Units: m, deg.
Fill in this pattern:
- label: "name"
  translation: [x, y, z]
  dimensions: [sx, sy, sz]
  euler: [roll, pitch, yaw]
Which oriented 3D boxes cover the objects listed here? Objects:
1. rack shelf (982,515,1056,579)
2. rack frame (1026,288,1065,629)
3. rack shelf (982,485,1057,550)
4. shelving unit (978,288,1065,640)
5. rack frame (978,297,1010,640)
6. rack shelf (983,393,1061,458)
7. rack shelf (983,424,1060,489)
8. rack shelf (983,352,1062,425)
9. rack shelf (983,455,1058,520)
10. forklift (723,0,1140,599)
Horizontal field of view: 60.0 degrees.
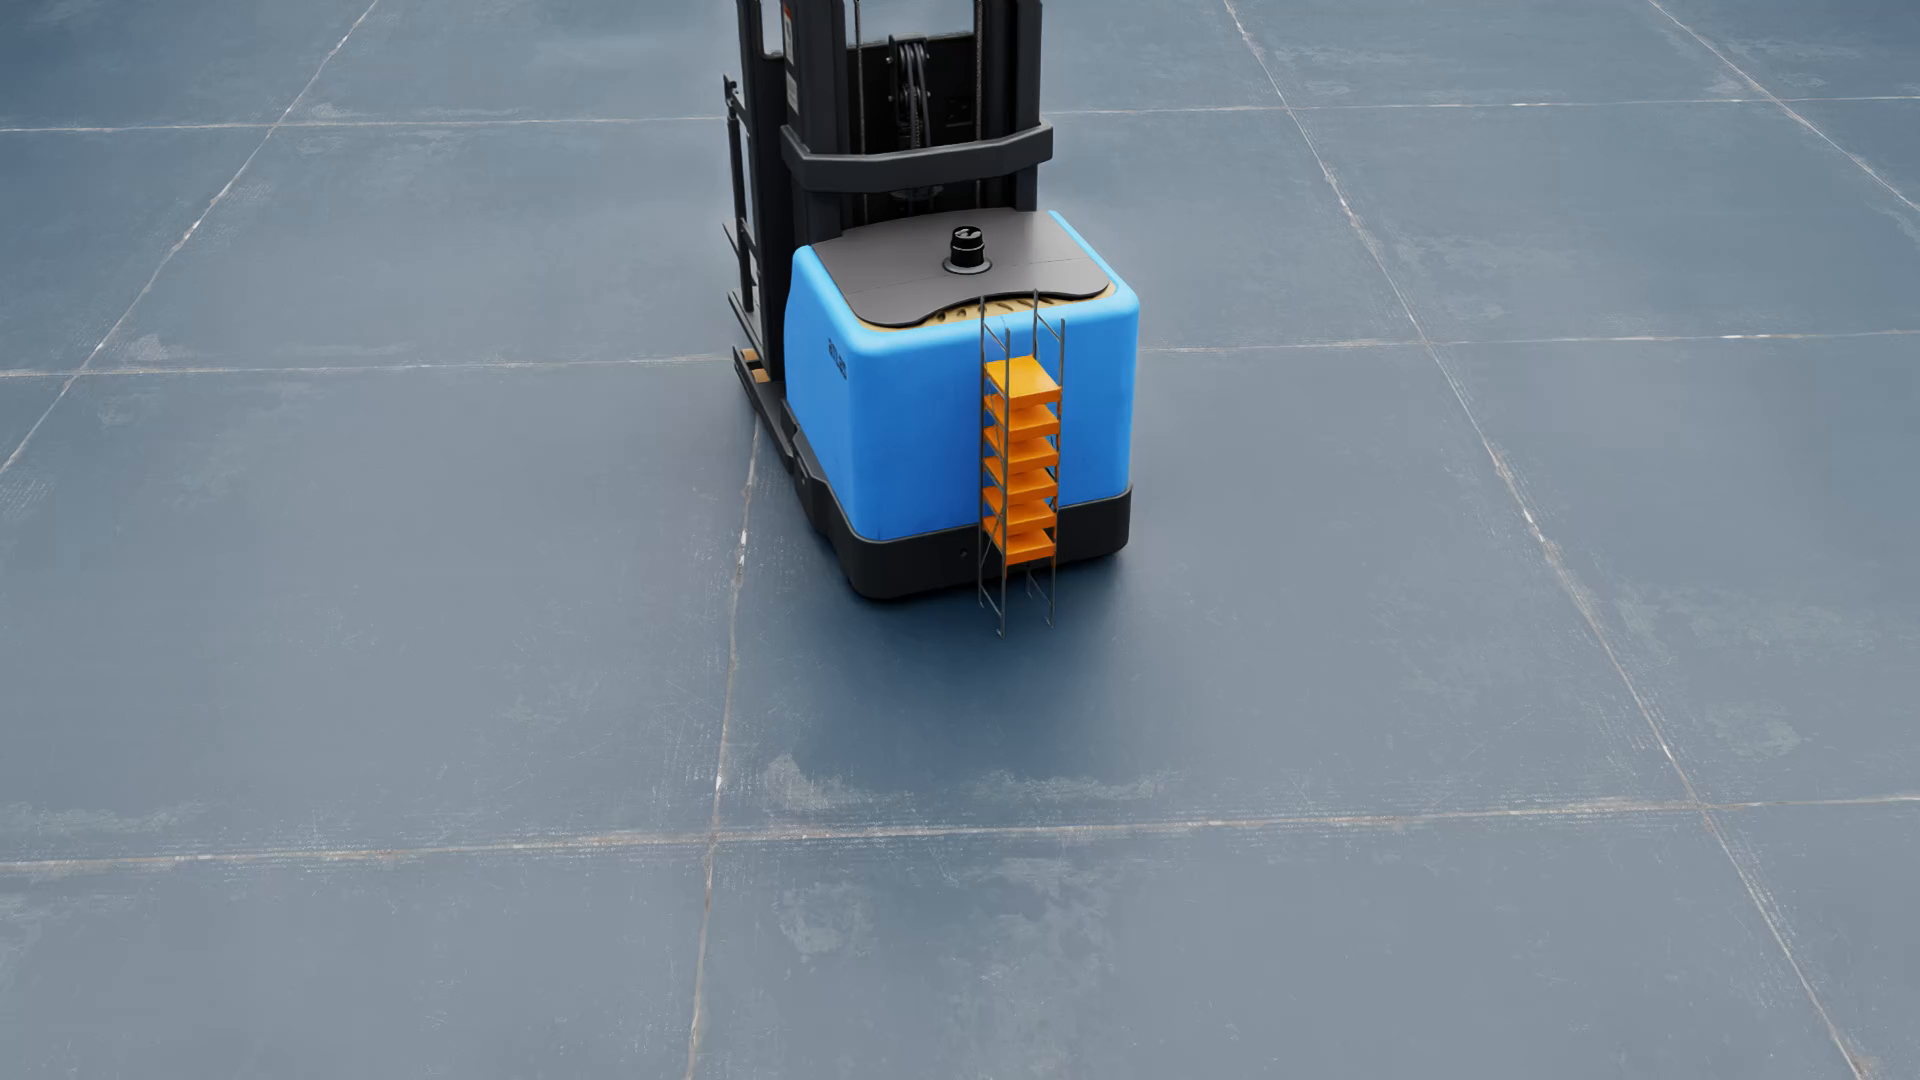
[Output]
- label: "rack shelf"
  translation: [0.194, 0.006, 5.688]
  dimensions: [0.180, 0.103, 0.258]
  euler: [-12, 36, -17]
- label: "rack frame"
  translation: [0.280, -0.247, 5.552]
  dimensions: [0.006, 1.200, 0.240]
  euler: [-12, 36, -17]
- label: "rack shelf"
  translation: [0.194, -0.093, 5.619]
  dimensions: [0.180, 0.103, 0.258]
  euler: [-12, 36, -17]
- label: "shelving unit"
  translation: [0.194, -0.228, 5.526]
  dimensions: [0.189, 1.200, 0.258]
  euler: [-12, 36, -17]
- label: "rack frame"
  translation: [0.109, -0.210, 5.499]
  dimensions: [0.006, 1.200, 0.240]
  euler: [-12, 36, -17]
- label: "rack shelf"
  translation: [0.194, -0.389, 5.414]
  dimensions: [0.180, 0.103, 0.258]
  euler: [-12, 36, -17]
- label: "rack shelf"
  translation: [0.194, -0.291, 5.483]
  dimensions: [0.180, 0.103, 0.258]
  euler: [-12, 36, -17]
- label: "rack shelf"
  translation: [0.194, -0.488, 5.346]
  dimensions: [0.180, 0.103, 0.258]
  euler: [-12, 36, -17]
- label: "rack shelf"
  translation: [0.194, -0.192, 5.551]
  dimensions: [0.180, 0.103, 0.258]
  euler: [-12, 36, -17]
- label: "forklift"
  translation: [-0.339, -1.834, 6.325]
  dimensions: [1.130, 2.935, 3.031]
  euler: [-11, 36, -16]
